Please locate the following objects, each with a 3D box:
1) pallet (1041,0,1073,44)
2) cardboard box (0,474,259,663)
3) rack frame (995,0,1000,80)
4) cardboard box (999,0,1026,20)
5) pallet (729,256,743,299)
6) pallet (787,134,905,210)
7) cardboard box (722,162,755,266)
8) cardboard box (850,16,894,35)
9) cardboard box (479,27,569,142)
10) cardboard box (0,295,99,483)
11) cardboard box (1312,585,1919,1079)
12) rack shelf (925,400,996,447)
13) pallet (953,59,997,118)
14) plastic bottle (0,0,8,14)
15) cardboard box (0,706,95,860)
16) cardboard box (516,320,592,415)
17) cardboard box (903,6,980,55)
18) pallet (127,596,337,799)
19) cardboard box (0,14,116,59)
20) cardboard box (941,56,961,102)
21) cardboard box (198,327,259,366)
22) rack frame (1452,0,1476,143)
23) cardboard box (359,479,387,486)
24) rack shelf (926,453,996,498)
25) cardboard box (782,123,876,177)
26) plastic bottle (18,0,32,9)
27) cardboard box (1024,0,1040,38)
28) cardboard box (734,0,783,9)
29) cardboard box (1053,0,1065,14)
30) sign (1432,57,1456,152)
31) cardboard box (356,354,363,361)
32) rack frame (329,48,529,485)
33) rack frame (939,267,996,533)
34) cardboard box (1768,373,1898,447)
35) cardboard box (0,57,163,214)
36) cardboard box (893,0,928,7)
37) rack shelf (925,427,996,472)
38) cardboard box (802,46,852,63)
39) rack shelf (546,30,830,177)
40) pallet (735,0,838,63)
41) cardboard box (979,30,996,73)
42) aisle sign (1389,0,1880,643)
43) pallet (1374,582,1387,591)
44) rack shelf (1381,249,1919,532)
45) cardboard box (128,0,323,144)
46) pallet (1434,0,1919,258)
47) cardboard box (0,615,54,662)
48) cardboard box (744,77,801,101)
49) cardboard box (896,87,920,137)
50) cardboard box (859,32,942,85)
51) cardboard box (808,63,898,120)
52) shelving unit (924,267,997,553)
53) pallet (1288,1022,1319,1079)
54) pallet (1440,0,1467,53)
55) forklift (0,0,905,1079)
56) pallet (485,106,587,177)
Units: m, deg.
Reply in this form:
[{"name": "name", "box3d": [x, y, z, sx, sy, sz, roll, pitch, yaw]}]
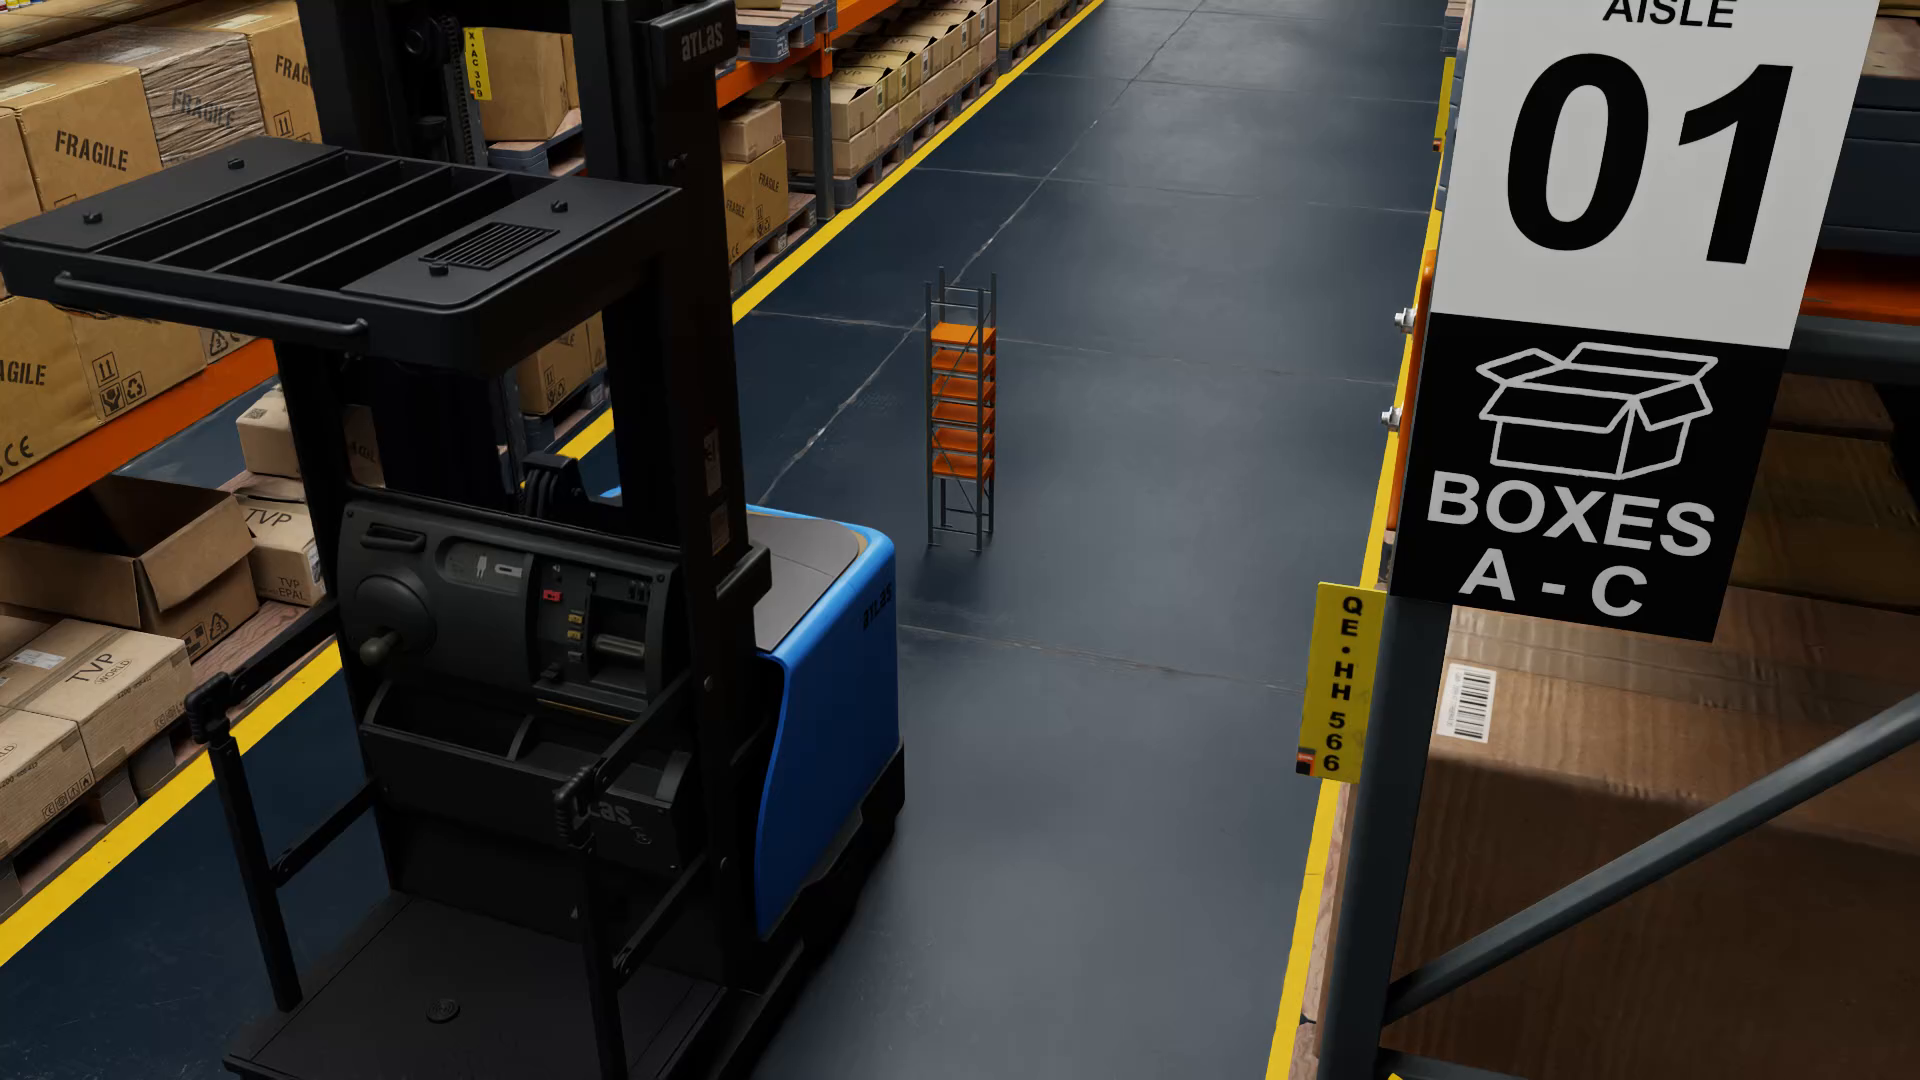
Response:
[{"name": "pallet", "box3d": [0.472, -5.095, 16.191, 1.003, 0.211, 1.213, 8, 30, 15]}, {"name": "cardboard box", "box3d": [-3.053, 0.109, 6.083, 0.797, 0.503, 0.637, 8, 30, 15]}, {"name": "rack frame", "box3d": [-0.158, -5.381, 13.837, 1.000, 3.000, 0.127, 8, 30, 15]}, {"name": "cardboard box", "box3d": [0.278, -4.861, 14.528, 0.500, 0.500, 0.500, 8, 30, 15]}, {"name": "pallet", "box3d": [-1.947, -1.397, 9.544, 1.003, 0.211, 1.213, 8, 30, 15]}, {"name": "pallet", "box3d": [-1.053, -2.681, 11.851, 1.003, 0.211, 1.213, 8, 30, 15]}, {"name": "cardboard box", "box3d": [-1.534, -1.913, 9.723, 0.500, 0.500, 0.500, 7, 30, 13]}, {"name": "cardboard box", "box3d": [-0.820, -3.979, 13.136, 0.500, 0.311, 0.500, 8, 30, 13]}, {"name": "cardboard box", "box3d": [-2.153, -2.079, 7.366, 0.700, 0.500, 0.500, -1, 29, -2]}, {"name": "cardboard box", "box3d": [-3.001, -0.490, 4.942, 0.500, 0.500, 0.500, 8, 30, 15]}, {"name": "cardboard box", "box3d": [1.197, 0.531, 2.901, 0.980, 0.700, 0.700, 10, 31, 17]}, {"name": "rack shelf", "box3d": [0.004, -0.492, 6.992, 0.258, 0.103, 0.180, 8, 30, 15]}, {"name": "pallet", "box3d": [-0.337, -3.814, 13.890, 1.003, 0.211, 1.213, 8, 30, 15]}, {"name": "plastic bottle", "box3d": [-6.096, -3.420, 10.517, 0.097, 0.201, 0.097, 0, 29, 0]}, {"name": "cardboard box", "box3d": [-3.103, 0.760, 5.173, 0.500, 0.250, 0.500, 8, 30, 15]}, {"name": "cardboard box", "box3d": [-2.131, -0.953, 7.997, 0.500, 0.500, 0.500, 7, 30, 13]}, {"name": "cardboard box", "box3d": [-0.149, -4.136, 13.419, 0.500, 0.311, 0.500, 9, 30, 16]}, {"name": "pallet", "box3d": [-3.065, 0.443, 6.236, 1.003, 0.211, 1.213, 8, 30, 15]}, {"name": "cardboard box", "box3d": [-3.216, -1.486, 5.705, 0.500, 0.500, 0.500, 8, 30, 13]}, {"name": "cardboard box", "box3d": [-0.302, -3.656, 13.133, 0.500, 0.250, 0.500, 9, 30, 16]}, {"name": "cardboard box", "box3d": [-2.706, -0.959, 5.786, 0.500, 0.500, 0.500, 9, 30, 16]}, {"name": "rack frame", "box3d": [1.056, -1.721, 1.087, 1.000, 3.000, 0.127, 8, 30, 15]}, {"name": "cardboard box", "box3d": [-2.455, -0.122, 6.863, 0.380, 0.149, 0.250, 8, 30, 15]}, {"name": "rack shelf", "box3d": [0.004, -0.282, 7.109, 0.258, 0.103, 0.180, 8, 30, 15]}, {"name": "cardboard box", "box3d": [-0.898, -2.705, 11.424, 0.500, 0.250, 0.500, 8, 30, 15]}, {"name": "plastic bottle", "box3d": [-6.039, -3.510, 10.679, 0.097, 0.201, 0.097, 0, 29, 0]}, {"name": "cardboard box", "box3d": [0.420, -4.767, 15.130, 0.500, 0.250, 0.500, 8, 30, 15]}, {"name": "cardboard box", "box3d": [-1.409, -3.441, 9.814, 0.700, 0.500, 0.500, -1, 29, -2]}, {"name": "cardboard box", "box3d": [0.712, -5.232, 15.965, 0.500, 0.250, 0.500, 8, 30, 15]}, {"name": "sign", "box3d": [1.709, -1.502, 5.756, 0.100, 0.325, 0.005, 8, 30, 15]}, {"name": "cardboard box", "box3d": [-2.635, -1.033, 8.141, 0.500, 0.500, 0.500, 8, 30, 15]}, {"name": "rack frame", "box3d": [-2.506, -1.663, 7.154, 1.000, 3.000, 0.127, 8, 30, 15]}, {"name": "rack frame", "box3d": [0.031, -0.574, 7.047, 0.240, 1.200, 0.006, 8, 30, 15]}, {"name": "cardboard box", "box3d": [1.632, -0.161, 4.146, 0.980, 0.700, 0.700, 7, 30, 12]}, {"name": "cardboard box", "box3d": [-2.852, -1.166, 5.128, 0.500, 0.500, 0.500, 8, 30, 14]}, {"name": "cardboard box", "box3d": [-0.517, -4.451, 13.986, 0.500, 0.311, 0.500, 9, 30, 15]}, {"name": "rack shelf", "box3d": [0.004, -0.387, 7.050, 0.258, 0.103, 0.180, 8, 30, 15]}, {"name": "cardboard box", "box3d": [-1.117, -3.504, 12.283, 0.500, 0.311, 0.500, 8, 30, 15]}, {"name": "rack shelf", "box3d": [-1.919, -2.278, 9.000, 1.077, 0.370, 4.000, 8, 30, 15]}, {"name": "pallet", "box3d": [-1.464, -3.113, 9.958, 1.213, 0.211, 1.003, 8, 30, 15]}, {"name": "cardboard box", "box3d": [-0.003, -4.129, 13.983, 0.500, 0.250, 0.500, 8, 30, 14]}, {"name": "aisle sign", "box3d": [0.748, -0.245, 1.930, 0.394, 0.787, 0.004, 8, 30, 15]}, {"name": "pallet", "box3d": [1.932, 0.603, 5.949, 1.003, 0.211, 1.213, 8, 30, 15]}, {"name": "rack shelf", "box3d": [1.643, -1.025, 3.662, 1.077, 0.370, 4.000, 8, 30, 15]}, {"name": "cardboard box", "box3d": [-2.555, -1.633, 5.969, 0.500, 0.500, 0.500, 8, 30, 14]}, {"name": "pallet", "box3d": [1.264, -0.718, 2.460, 1.003, 0.211, 1.213, 8, 30, 15]}, {"name": "cardboard box", "box3d": [-3.449, 0.480, 5.677, 0.500, 0.250, 0.500, 8, 30, 15]}, {"name": "cardboard box", "box3d": [-1.414, -3.028, 11.427, 0.500, 0.311, 0.500, 9, 30, 16]}, {"name": "cardboard box", "box3d": [-0.604, -3.182, 12.280, 0.500, 0.250, 0.500, 8, 30, 14]}, {"name": "cardboard box", "box3d": [-0.449, -3.672, 12.584, 0.500, 0.311, 0.500, 8, 30, 14]}, {"name": "cardboard box", "box3d": [-0.751, -3.196, 11.729, 0.500, 0.311, 0.500, 8, 30, 14]}, {"name": "shelving unit", "box3d": [0.004, -0.531, 6.970, 0.258, 1.200, 0.189, 8, 30, 15]}, {"name": "pallet", "box3d": [1.216, 1.737, 3.911, 1.003, 0.211, 1.213, 8, 30, 15]}, {"name": "pallet", "box3d": [3.512, -3.080, 9.898, 1.213, 0.211, 1.003, 8, 30, 15]}, {"name": "forklift", "box3d": [-1.188, 0.211, 3.855, 1.130, 2.935, 3.031, 11, 31, 18]}, {"name": "pallet", "box3d": [-2.167, -1.935, 7.840, 1.003, 0.211, 1.213, 8, 30, 15]}]
